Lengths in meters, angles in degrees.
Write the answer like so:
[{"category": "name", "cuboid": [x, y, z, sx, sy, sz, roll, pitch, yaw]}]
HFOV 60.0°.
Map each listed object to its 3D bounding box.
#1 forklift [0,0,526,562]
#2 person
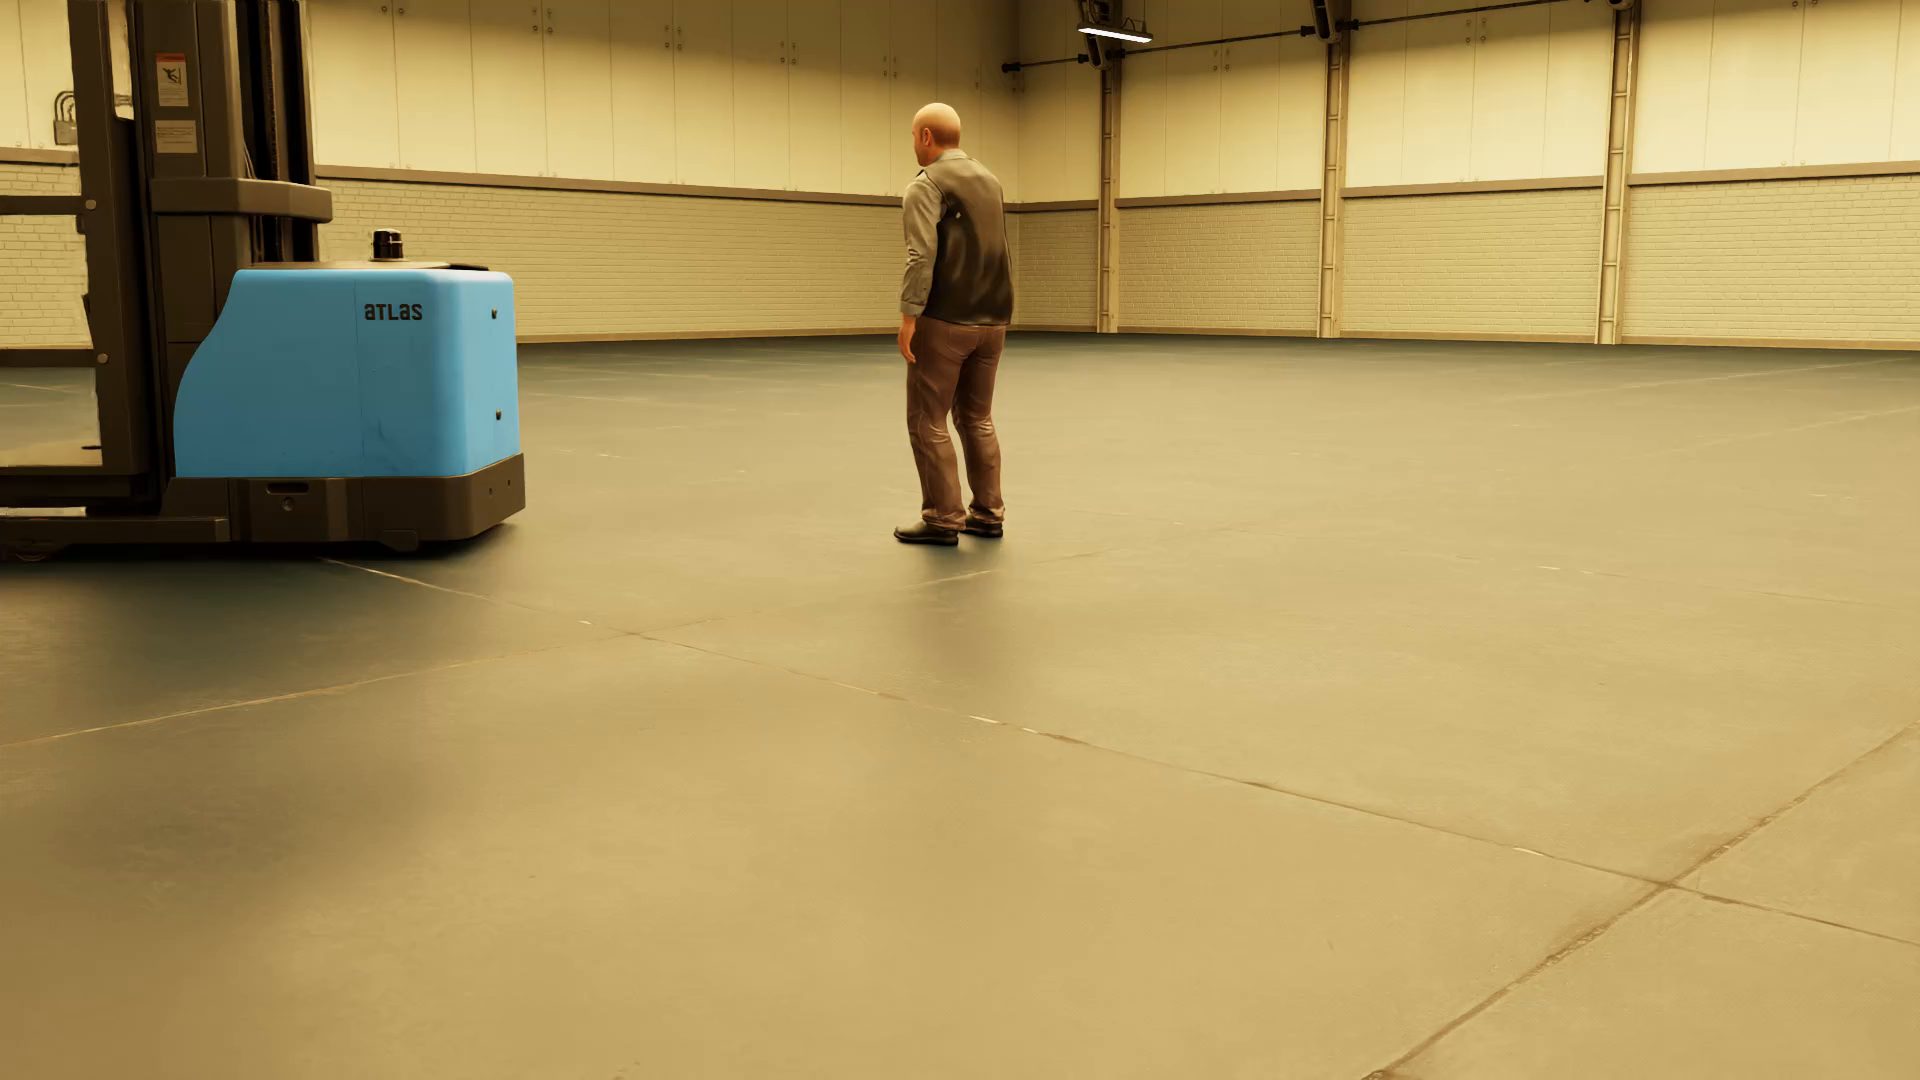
[{"category": "forklift", "cuboid": [-3.372, -1.447, 6.485, 3.031, 2.935, 1.130, 0, 9, -2]}, {"category": "person", "cuboid": [-0.015, -0.849, 6.582, 0.424, 1.720, 0.589, 7, 11, 40]}]
